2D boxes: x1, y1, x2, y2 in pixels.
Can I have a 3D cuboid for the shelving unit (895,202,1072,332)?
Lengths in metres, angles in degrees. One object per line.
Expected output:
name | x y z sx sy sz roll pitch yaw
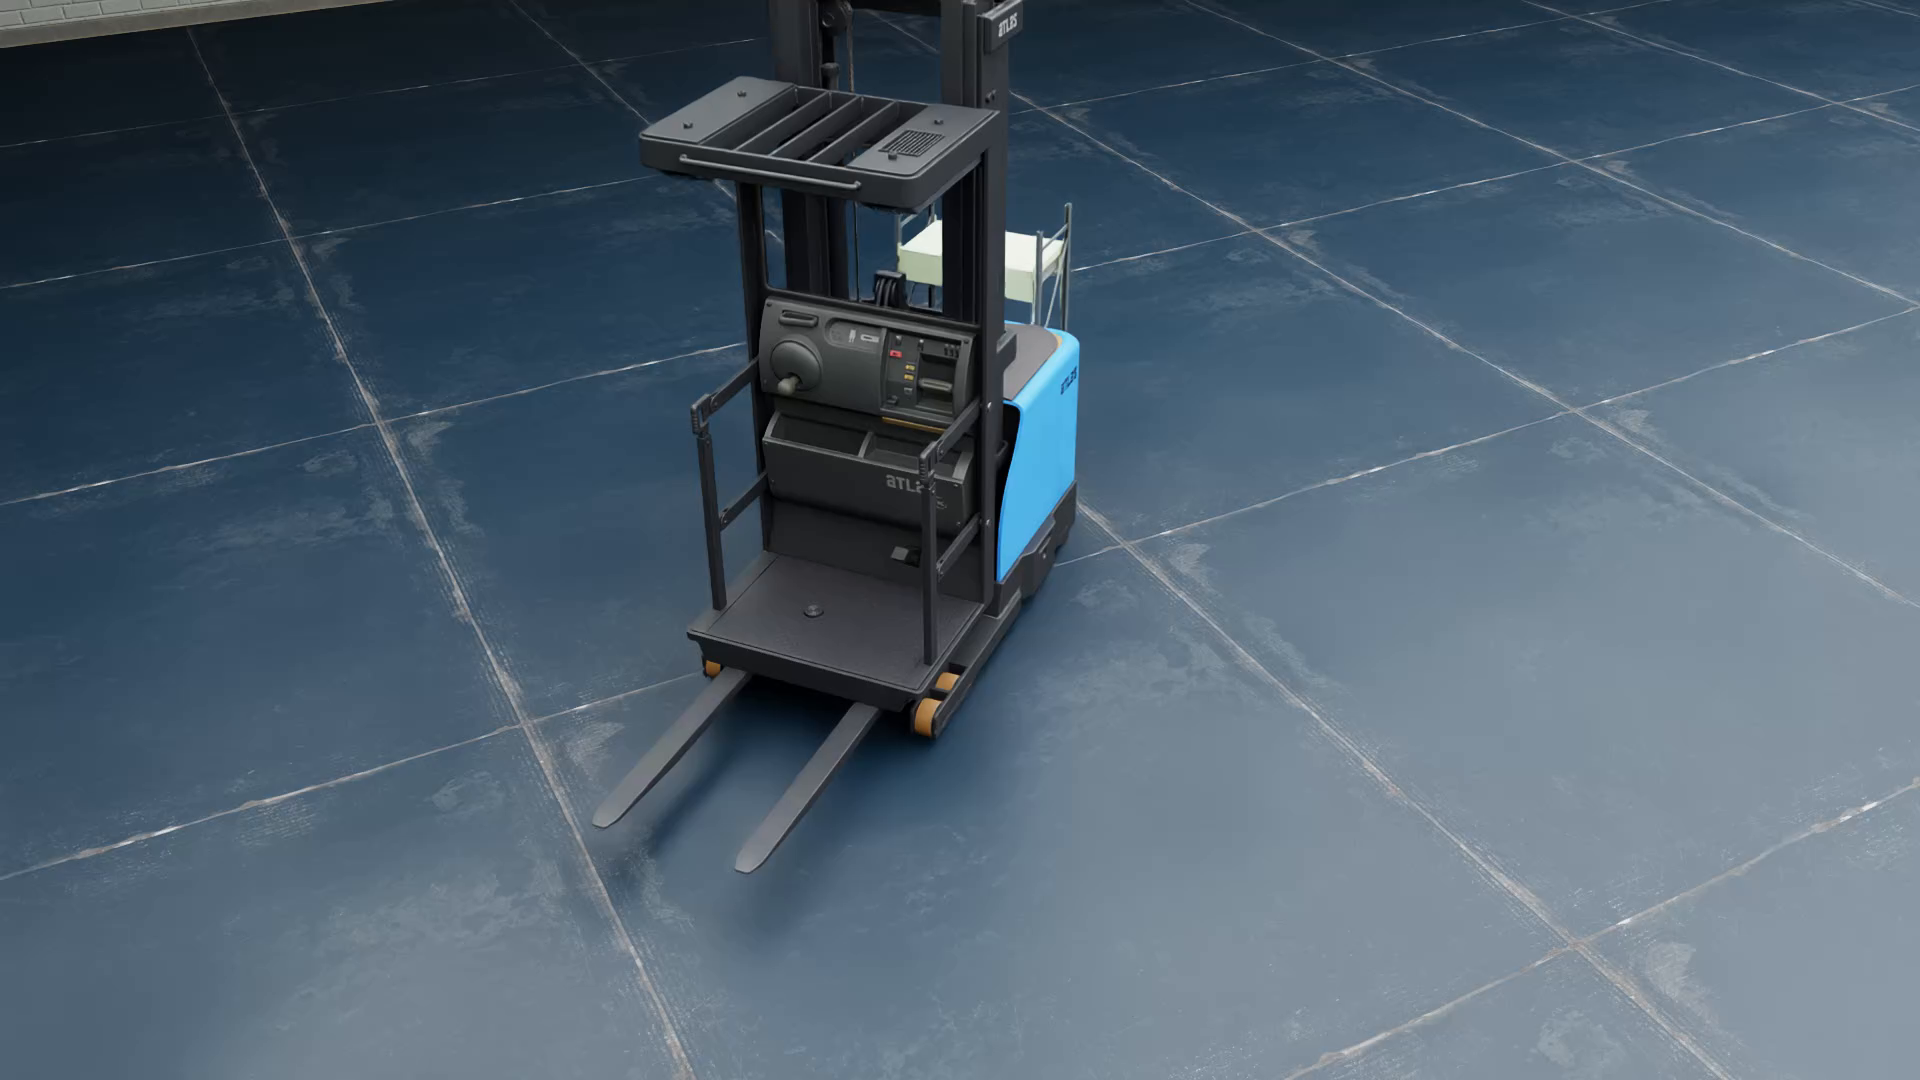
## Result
shelving unit | 0.112 -0.971 8.375 0.755 1.500 0.431 14 35 20

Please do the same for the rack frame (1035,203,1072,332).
rack frame | 0.445 -0.889 8.247 0.023 1.500 0.400 14 35 20

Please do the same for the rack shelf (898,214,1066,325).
rack shelf | 0.112 -1.299 8.164 0.720 0.370 0.431 14 35 20

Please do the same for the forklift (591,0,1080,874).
forklift | -0.471 -0.670 6.579 1.130 2.935 3.031 13 35 19

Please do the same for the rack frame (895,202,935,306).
rack frame | -0.221 -1.052 8.502 0.023 1.500 0.400 14 35 20
